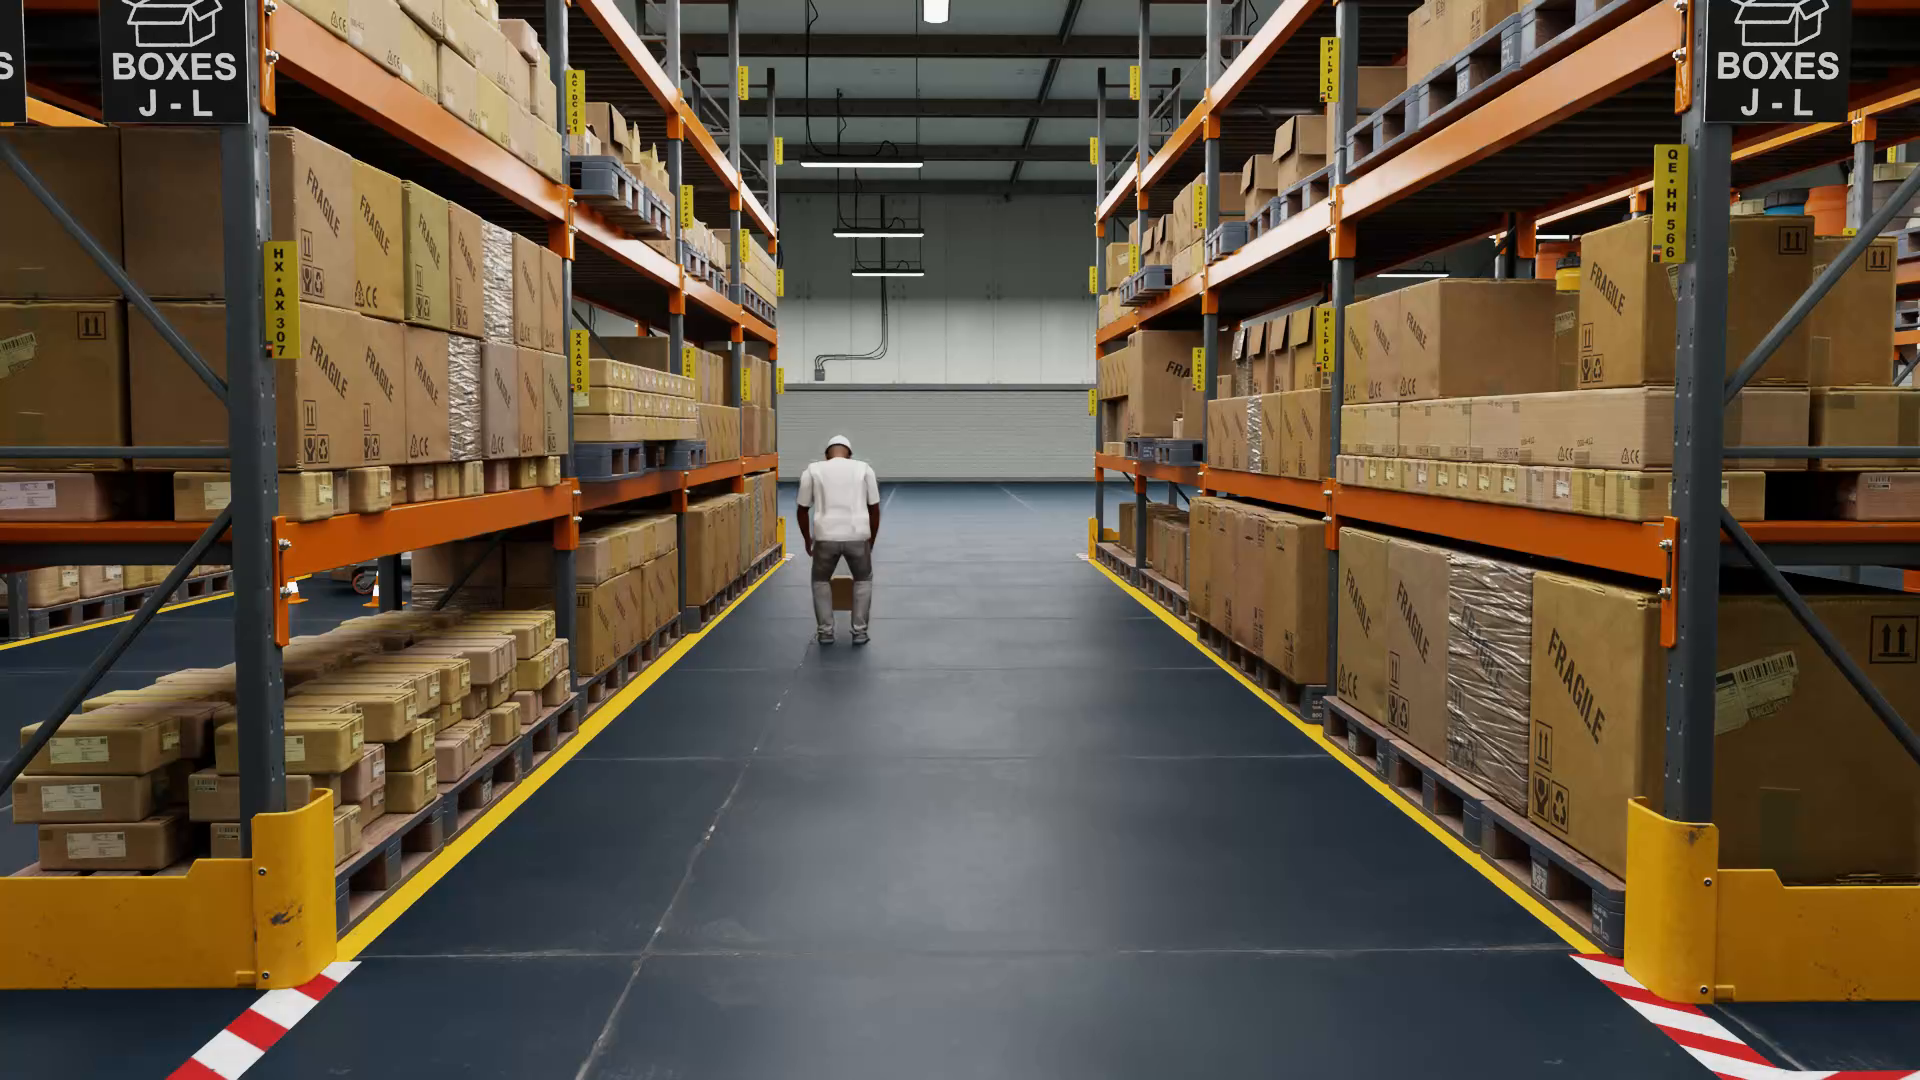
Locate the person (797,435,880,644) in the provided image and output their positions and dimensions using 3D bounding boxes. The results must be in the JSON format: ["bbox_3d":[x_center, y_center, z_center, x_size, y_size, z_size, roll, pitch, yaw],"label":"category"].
[{"bbox_3d":[-0.913,-0.010,12.435,0.625,1.543,0.666,0,4,-1],"label":"person"}]
